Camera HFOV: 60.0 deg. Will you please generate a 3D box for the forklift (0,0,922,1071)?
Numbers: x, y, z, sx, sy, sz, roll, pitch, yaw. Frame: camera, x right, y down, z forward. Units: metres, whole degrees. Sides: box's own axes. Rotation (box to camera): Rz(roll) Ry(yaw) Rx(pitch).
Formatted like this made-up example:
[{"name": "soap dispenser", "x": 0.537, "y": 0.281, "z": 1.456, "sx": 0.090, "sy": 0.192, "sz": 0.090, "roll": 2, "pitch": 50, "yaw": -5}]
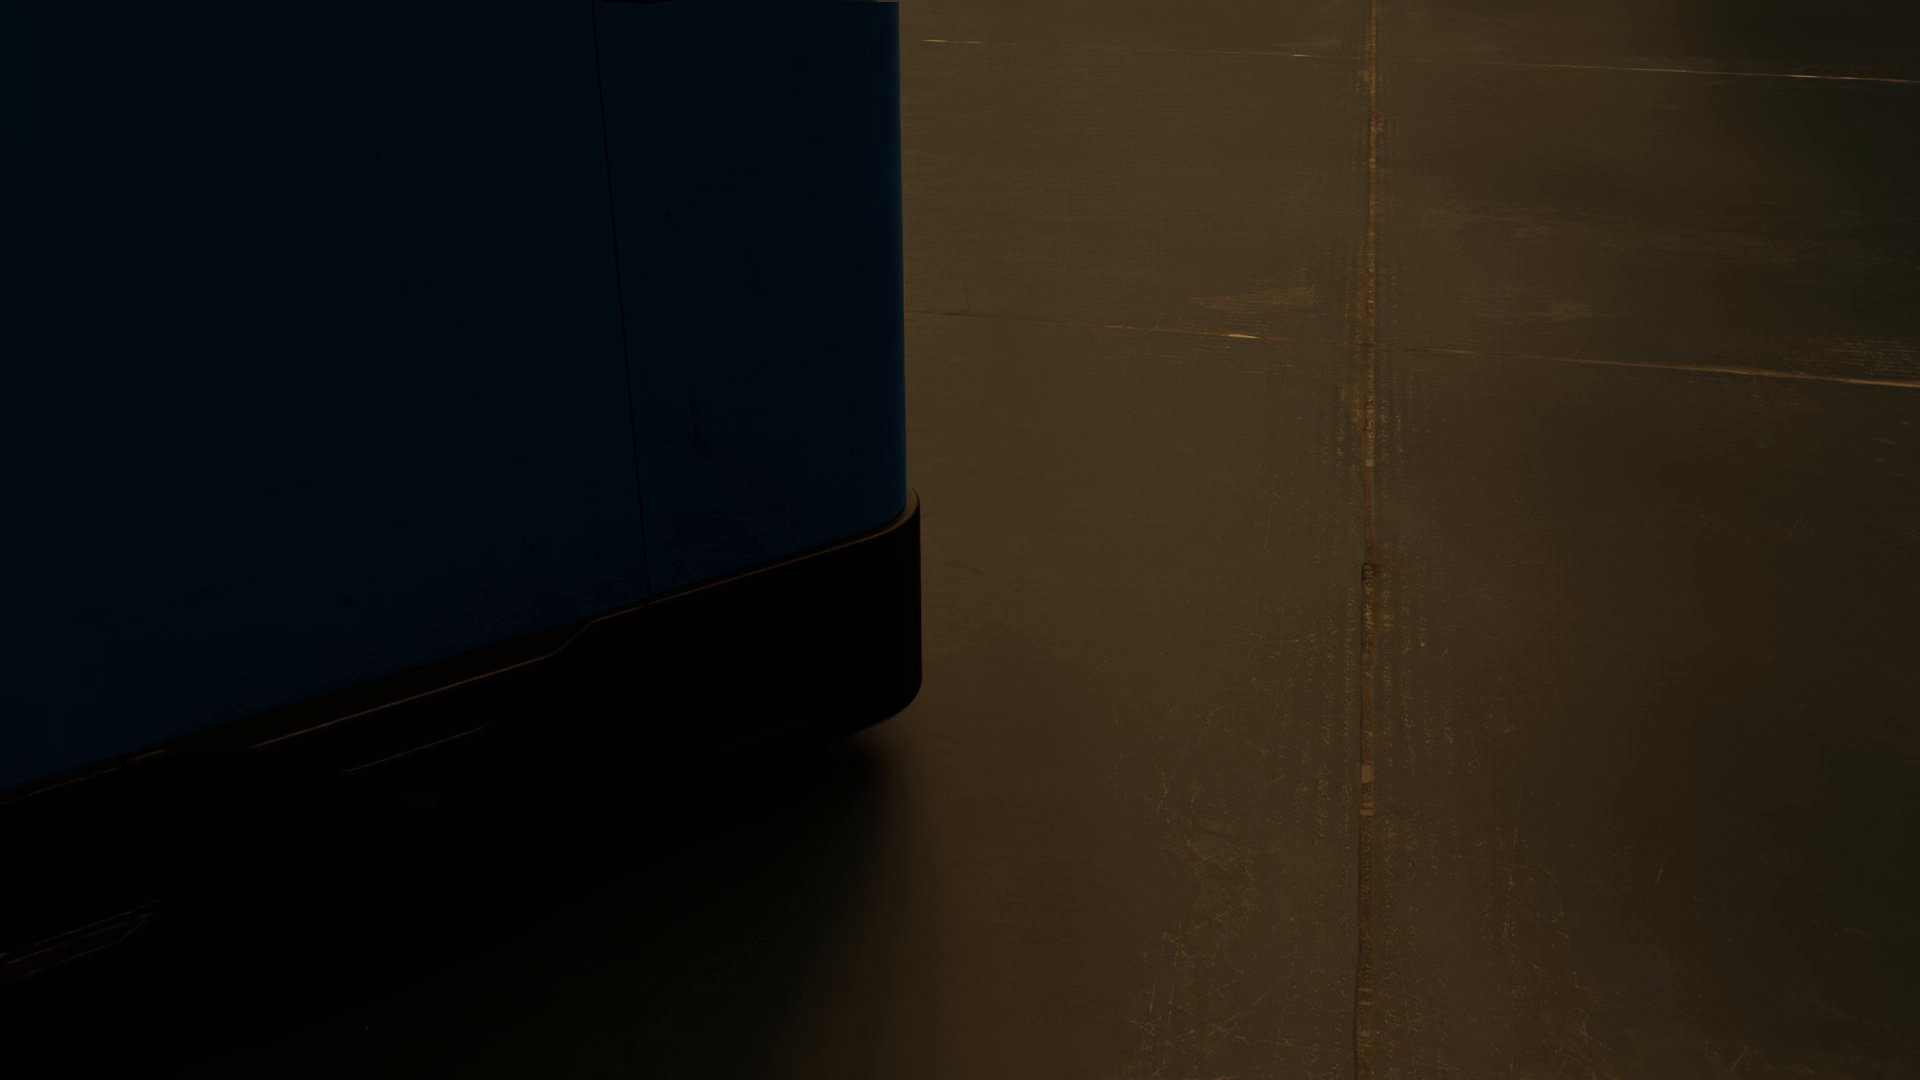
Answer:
[{"name": "forklift", "x": -1.548, "y": -0.867, "z": 0.965, "sx": 3.031, "sy": 2.935, "sz": 1.130, "roll": -17, "pitch": 32, "yaw": -31}]
